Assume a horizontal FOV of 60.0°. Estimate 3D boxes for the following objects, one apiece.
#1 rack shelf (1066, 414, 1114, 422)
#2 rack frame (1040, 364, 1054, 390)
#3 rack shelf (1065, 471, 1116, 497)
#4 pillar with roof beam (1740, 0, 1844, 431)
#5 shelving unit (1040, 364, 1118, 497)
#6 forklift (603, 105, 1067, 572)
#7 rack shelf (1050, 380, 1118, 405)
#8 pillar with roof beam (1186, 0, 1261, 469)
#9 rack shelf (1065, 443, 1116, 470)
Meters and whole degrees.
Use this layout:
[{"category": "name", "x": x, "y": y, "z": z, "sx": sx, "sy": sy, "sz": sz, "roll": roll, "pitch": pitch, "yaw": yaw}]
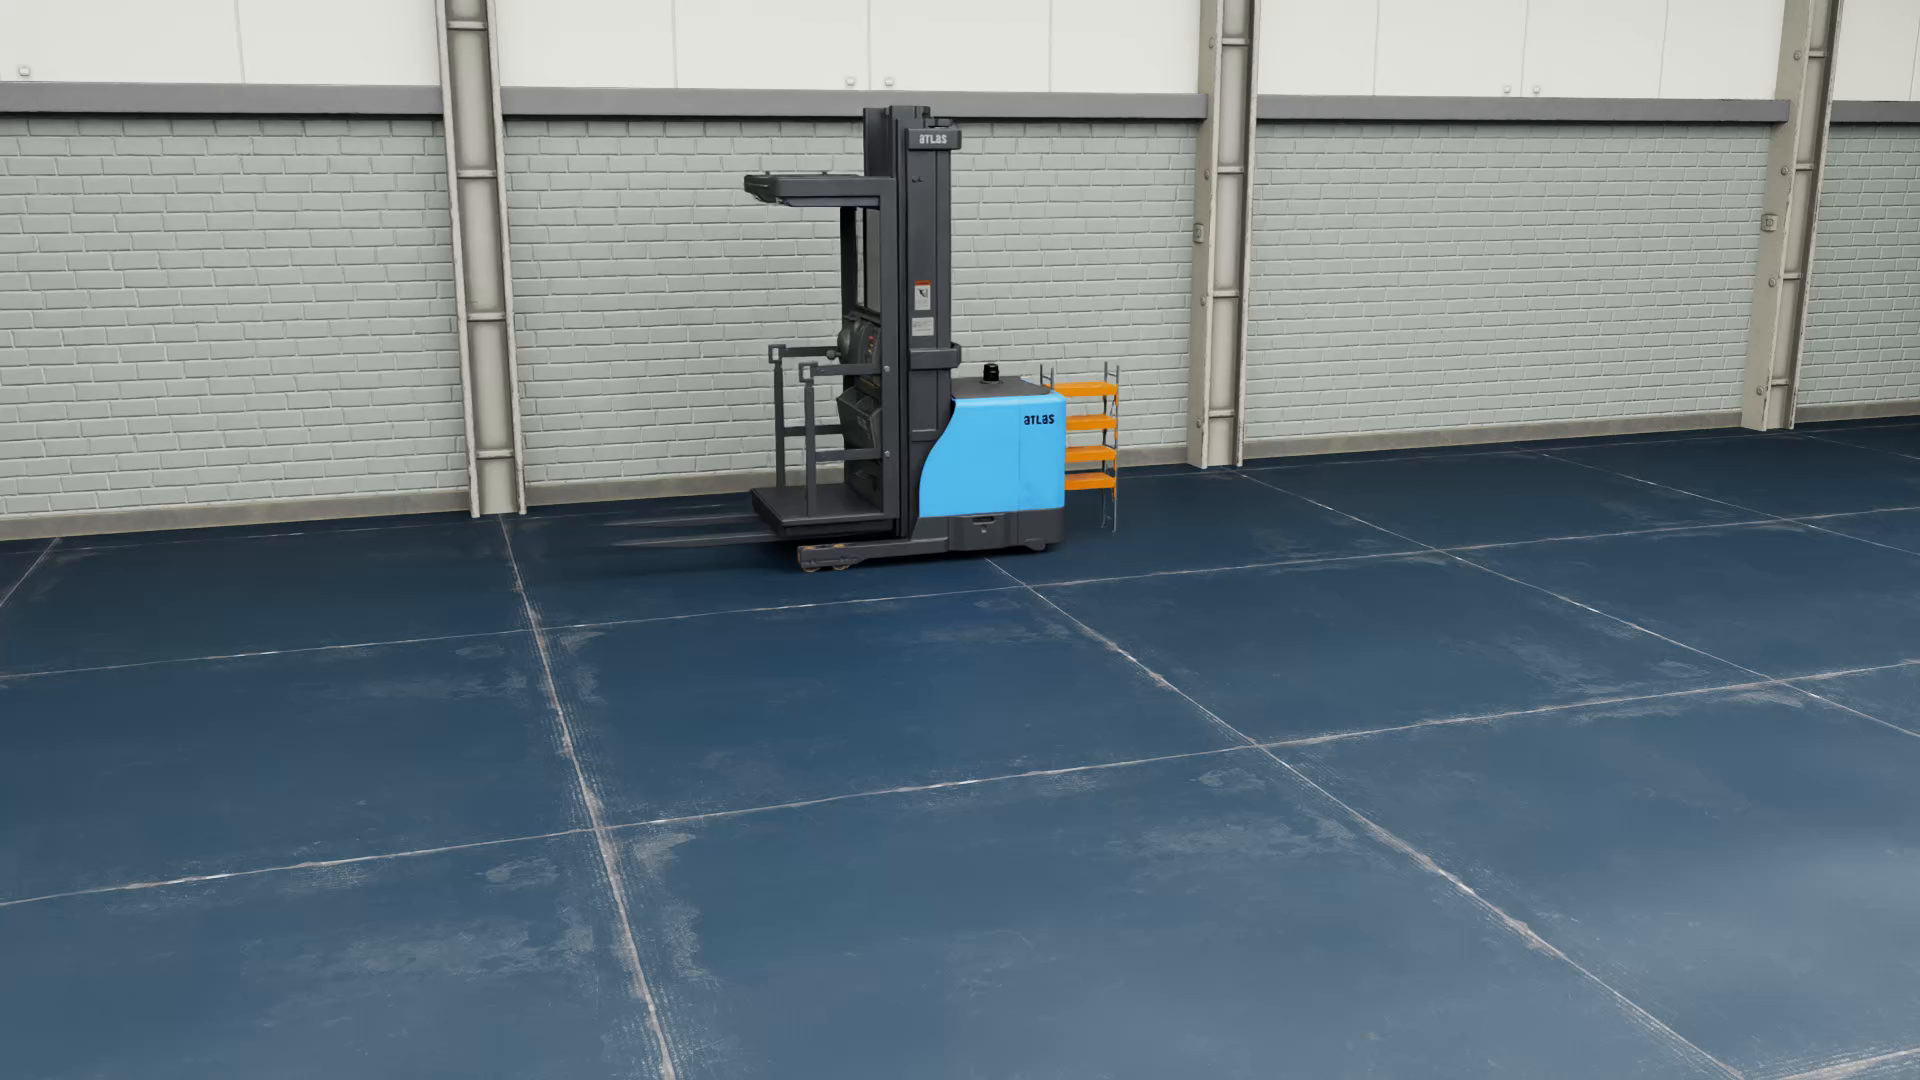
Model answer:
[{"category": "rack shelf", "x": 0.836, "y": -0.847, "z": 11.706, "sx": 0.457, "sy": 0.021, "sz": 0.221, "roll": -4, "pitch": 14, "yaw": -17}, {"category": "rack frame", "x": 0.603, "y": -0.626, "z": 11.683, "sx": 0.015, "sy": 1.200, "sz": 0.240, "roll": -4, "pitch": 14, "yaw": -17}, {"category": "rack shelf", "x": 0.836, "y": -0.385, "z": 11.816, "sx": 0.480, "sy": 0.148, "sz": 0.258, "roll": -4, "pitch": 14, "yaw": -17}, {"category": "pillar with roof beam", "x": 9.261, "y": -4.535, "z": 11.262, "sx": 0.400, "sy": 9.000, "sz": 9.100, "roll": -4, "pitch": 14, "yaw": -18}, {"category": "shelving unit", "x": 0.830, "y": -0.643, "z": 11.753, "sx": 0.492, "sy": 1.200, "sz": 0.258, "roll": -4, "pitch": 14, "yaw": -17}, {"category": "forklift", "x": -0.851, "y": -1.354, "z": 11.000, "sx": 3.031, "sy": 2.935, "sz": 1.130, "roll": -4, "pitch": 14, "yaw": -17}, {"category": "rack shelf", "x": 0.836, "y": -1.026, "z": 11.663, "sx": 0.480, "sy": 0.148, "sz": 0.258, "roll": -4, "pitch": 14, "yaw": -17}, {"category": "pillar with roof beam", "x": 3.574, "y": -4.092, "z": 9.400, "sx": 0.400, "sy": 9.000, "sz": 9.100, "roll": -4, "pitch": 14, "yaw": -18}, {"category": "rack shelf", "x": 0.836, "y": -0.578, "z": 11.770, "sx": 0.480, "sy": 0.148, "sz": 0.258, "roll": -4, "pitch": 14, "yaw": -17}]
